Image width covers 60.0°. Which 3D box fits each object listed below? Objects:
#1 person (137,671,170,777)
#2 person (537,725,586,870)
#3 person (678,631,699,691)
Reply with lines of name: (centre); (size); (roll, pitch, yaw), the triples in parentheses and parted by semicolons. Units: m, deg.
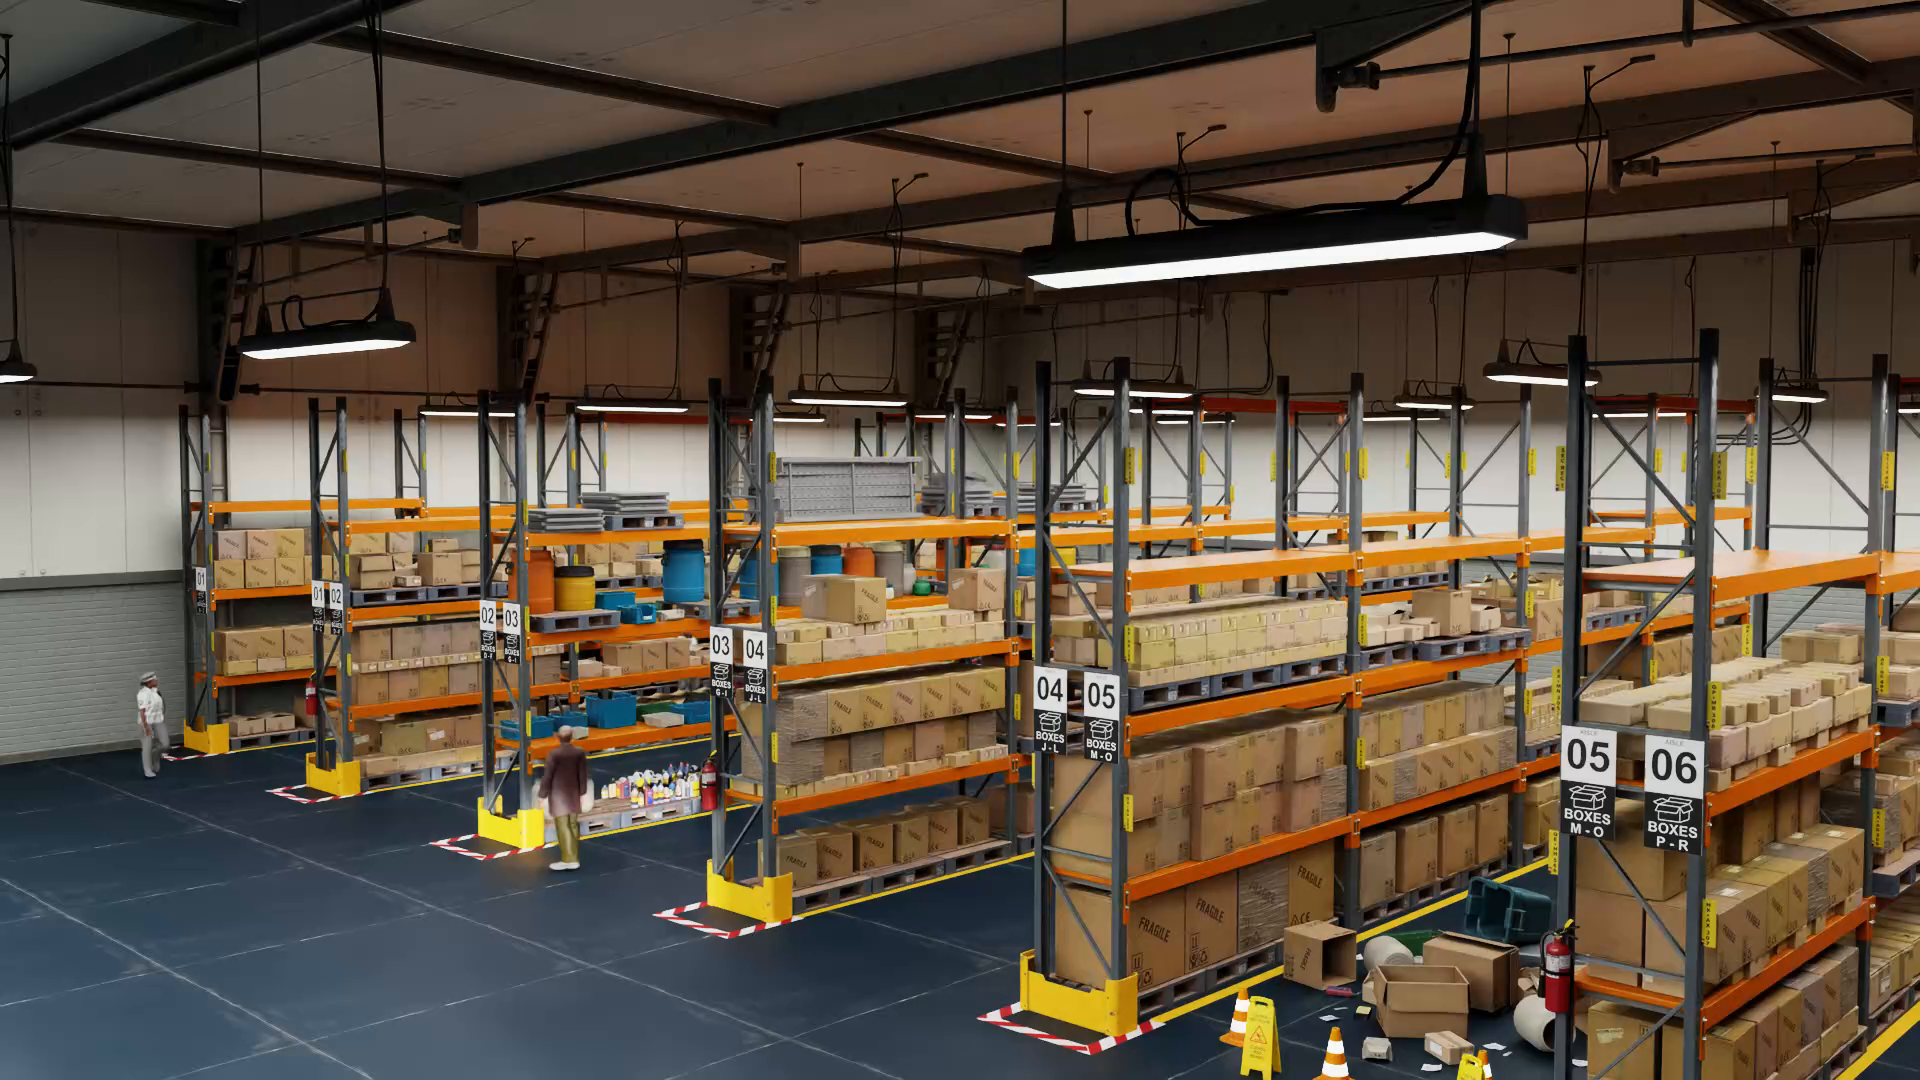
person: (-12.843, 2.912, 26.396); (0.517, 1.677, 0.453); (3, 4, 40)
person: (-4.908, 3.192, 20.591); (0.451, 1.800, 0.618); (2, 3, 30)
person: (-5.482, 2.566, 33.361); (0.619, 1.853, 0.398); (-2, 3, -31)
